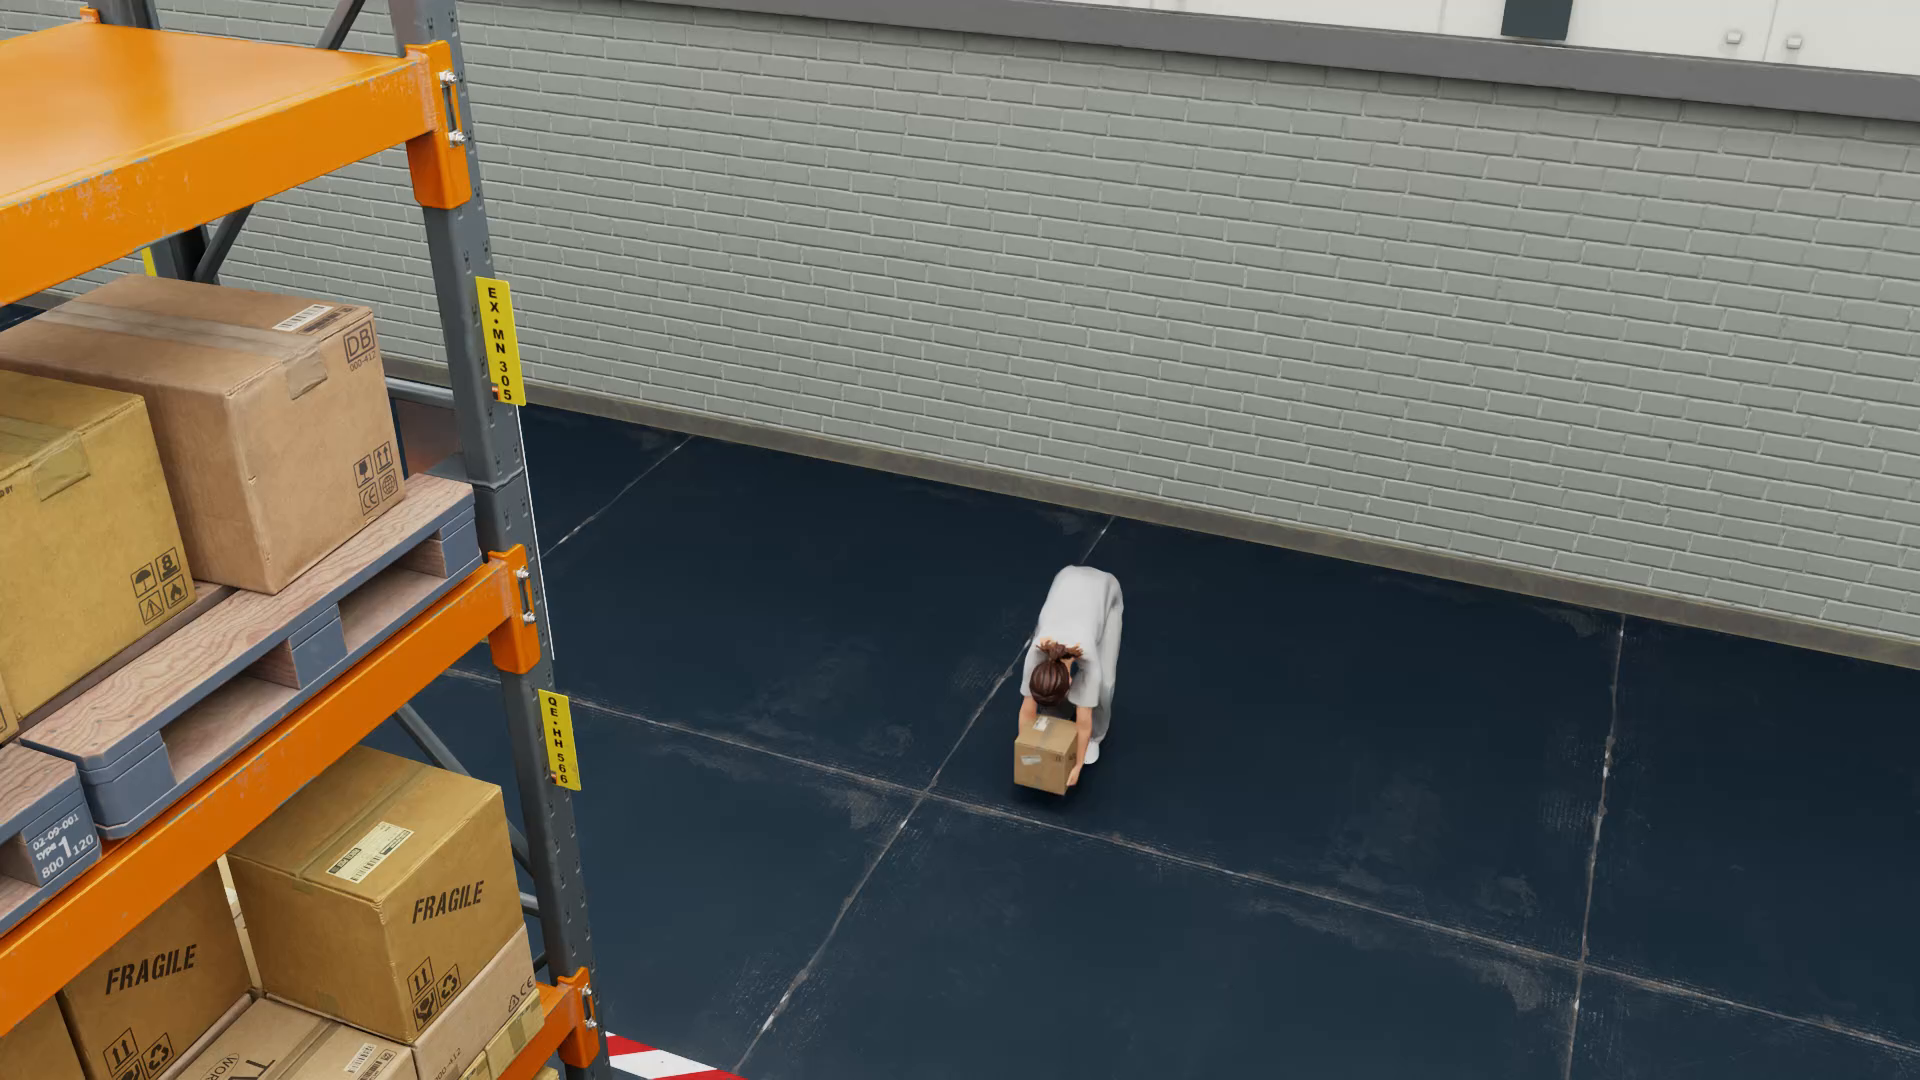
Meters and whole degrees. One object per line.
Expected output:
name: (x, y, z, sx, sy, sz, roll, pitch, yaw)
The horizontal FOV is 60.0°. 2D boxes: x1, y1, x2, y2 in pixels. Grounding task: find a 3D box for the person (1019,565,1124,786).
person: (0.518, 0.672, 7.963, 0.452, 0.935, 0.853, 10, 31, 17)
